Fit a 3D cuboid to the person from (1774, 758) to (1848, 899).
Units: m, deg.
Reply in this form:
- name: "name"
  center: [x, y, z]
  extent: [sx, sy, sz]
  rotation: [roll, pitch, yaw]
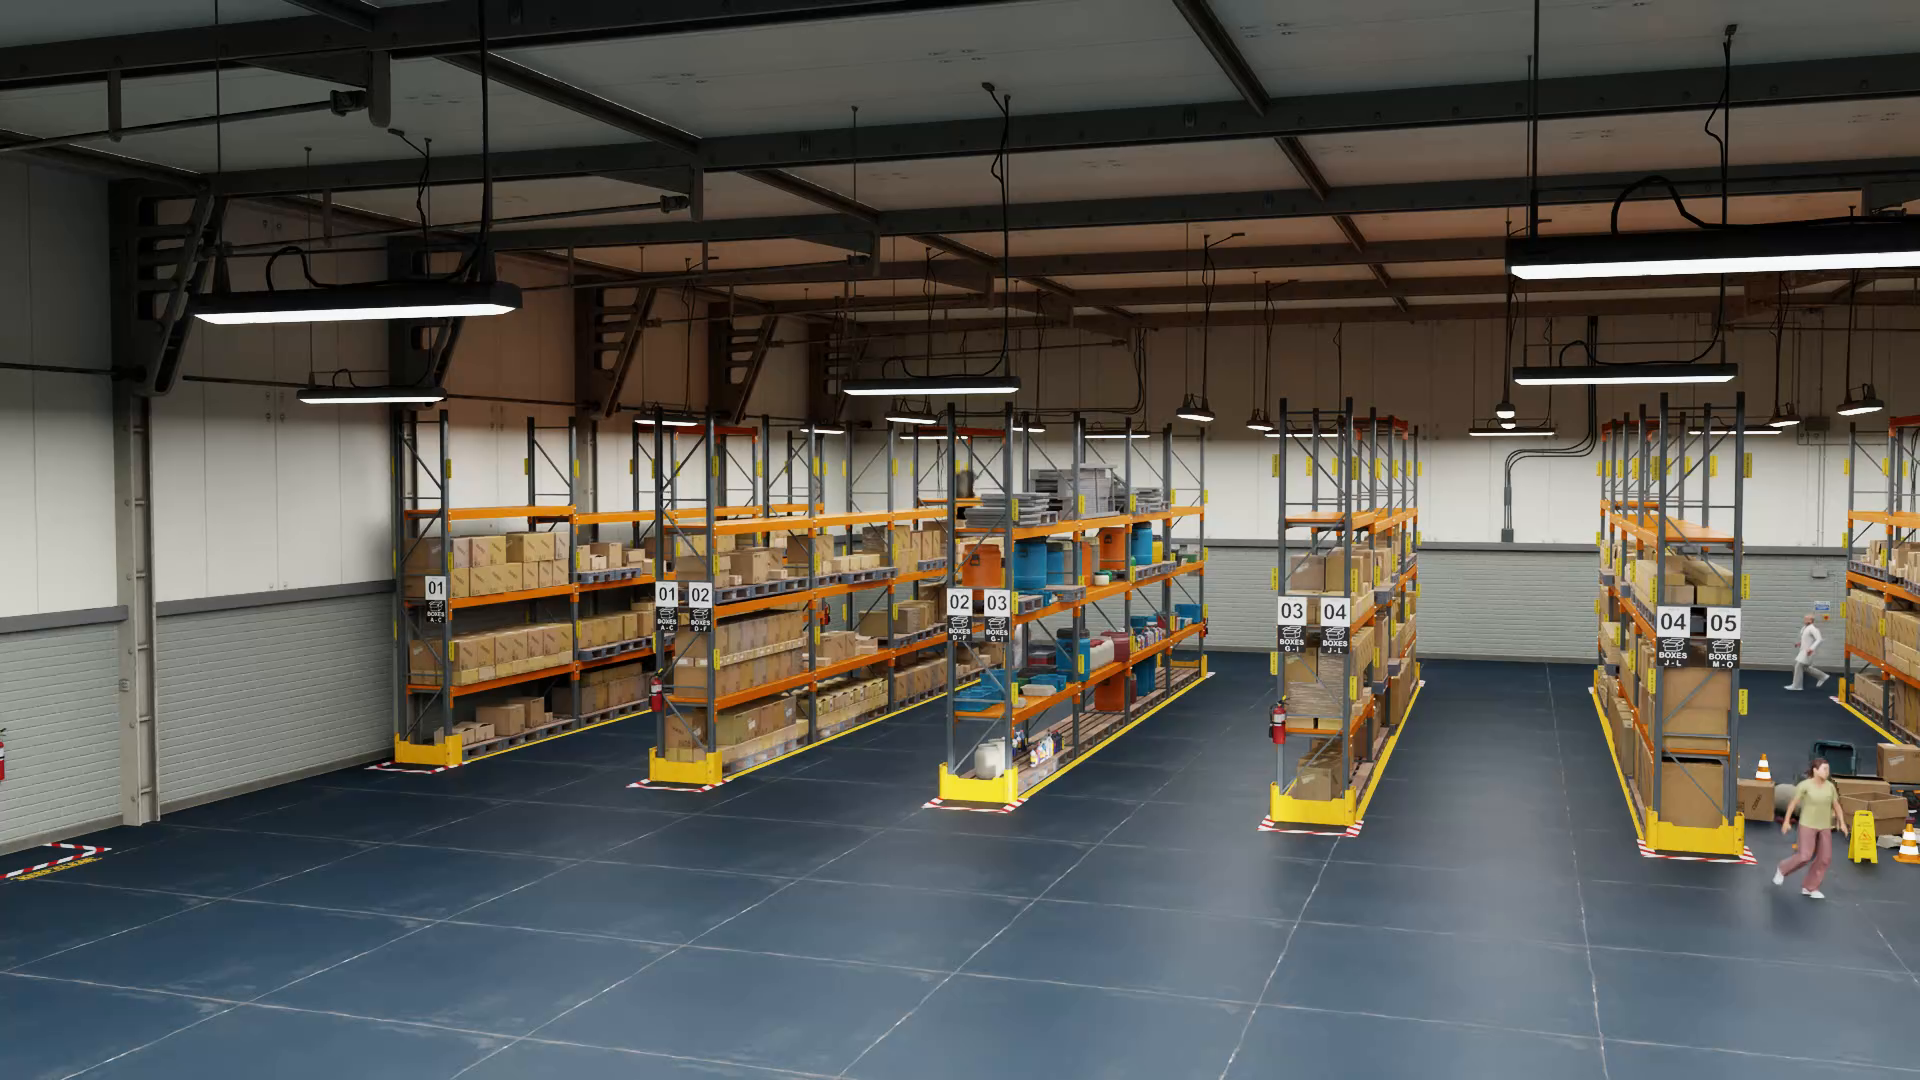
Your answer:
- name: "person"
  center: [9.937, 3.347, 19.462]
  extent: [0.618, 1.634, 0.637]
  rotation: [0, 2, -7]

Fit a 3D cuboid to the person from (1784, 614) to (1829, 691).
- name: "person"
  center: [19.070, 2.535, 37.339]
  extent: [0.936, 1.754, 0.774]
  rotation: [1, 3, 13]

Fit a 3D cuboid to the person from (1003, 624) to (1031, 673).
- name: "person"
  center: [1.294, 2.546, 37.811]
  extent: [0.698, 1.729, 1.006]
  rotation: [1, 3, 16]
